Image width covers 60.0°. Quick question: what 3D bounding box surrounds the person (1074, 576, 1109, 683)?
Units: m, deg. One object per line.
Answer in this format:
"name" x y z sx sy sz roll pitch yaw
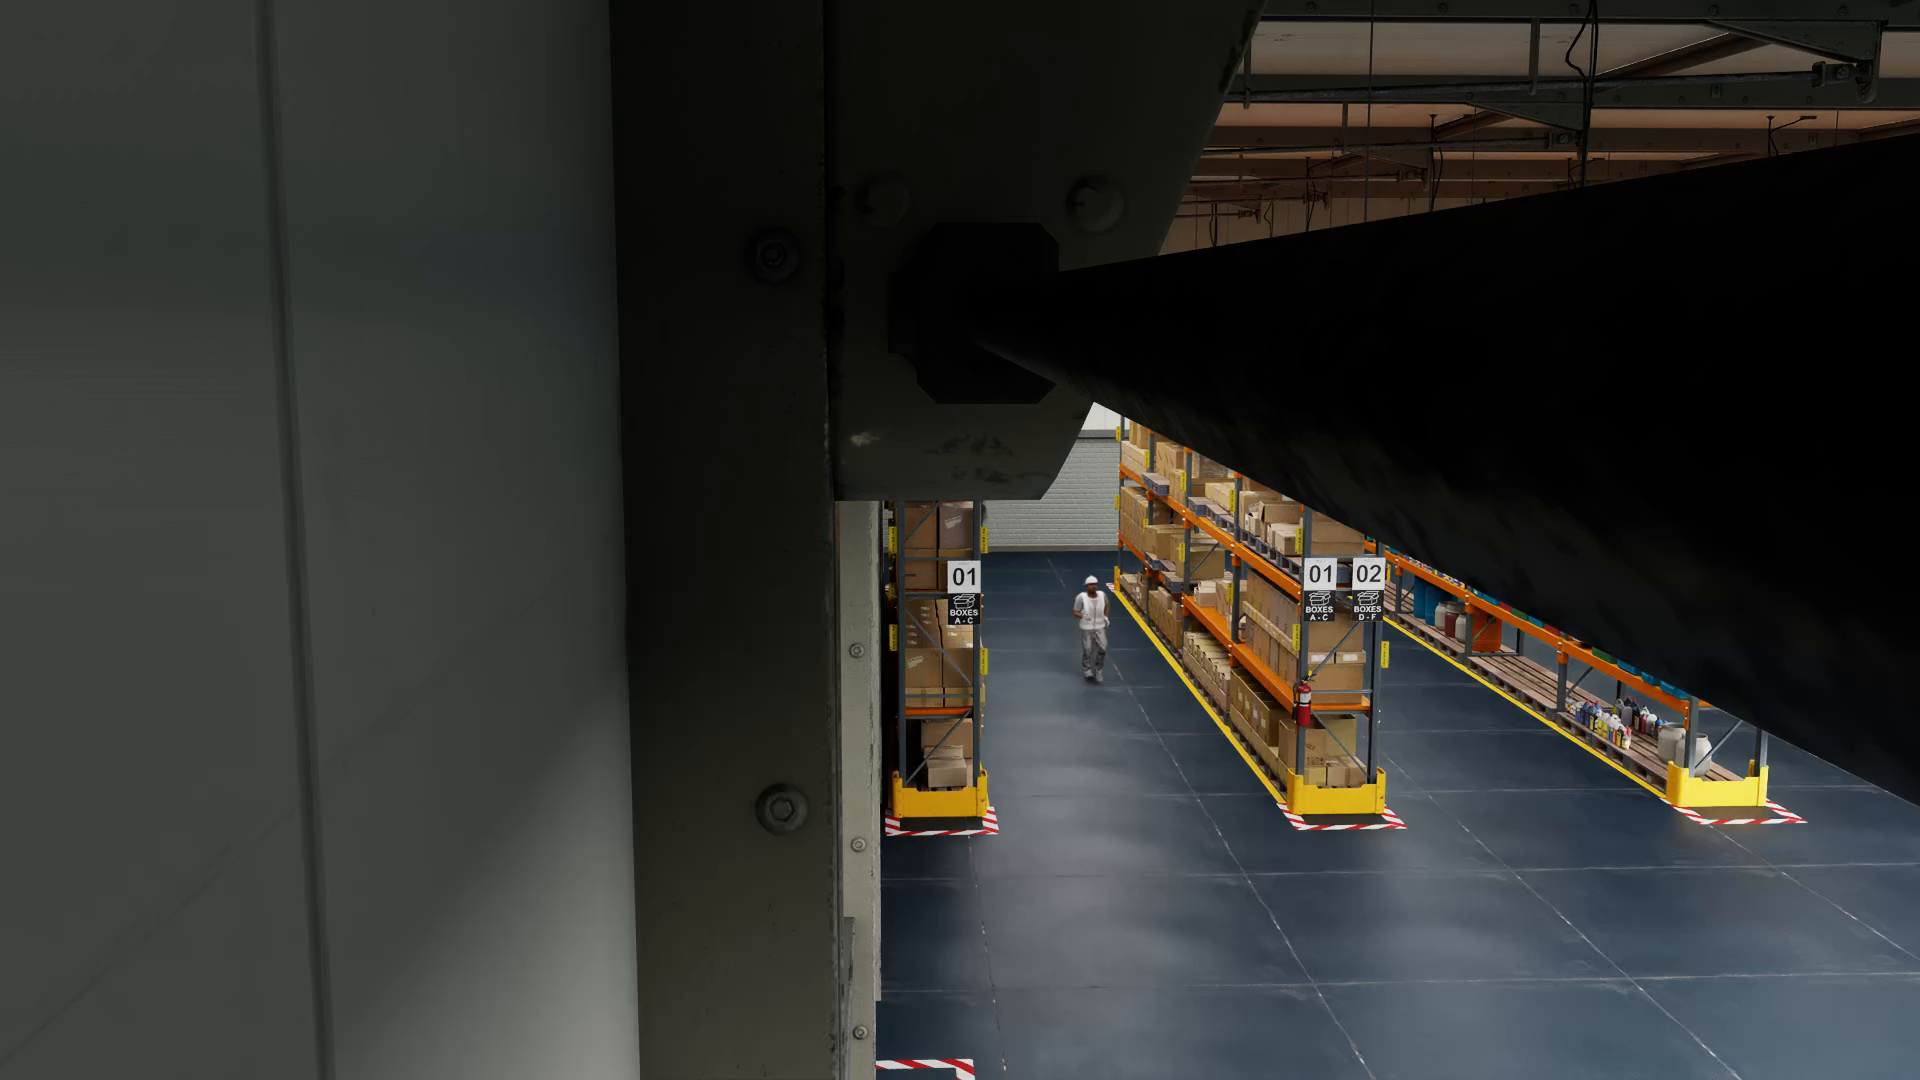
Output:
"person" 2.208 1.493 27.619 0.653 1.802 0.720 -1 8 -8
